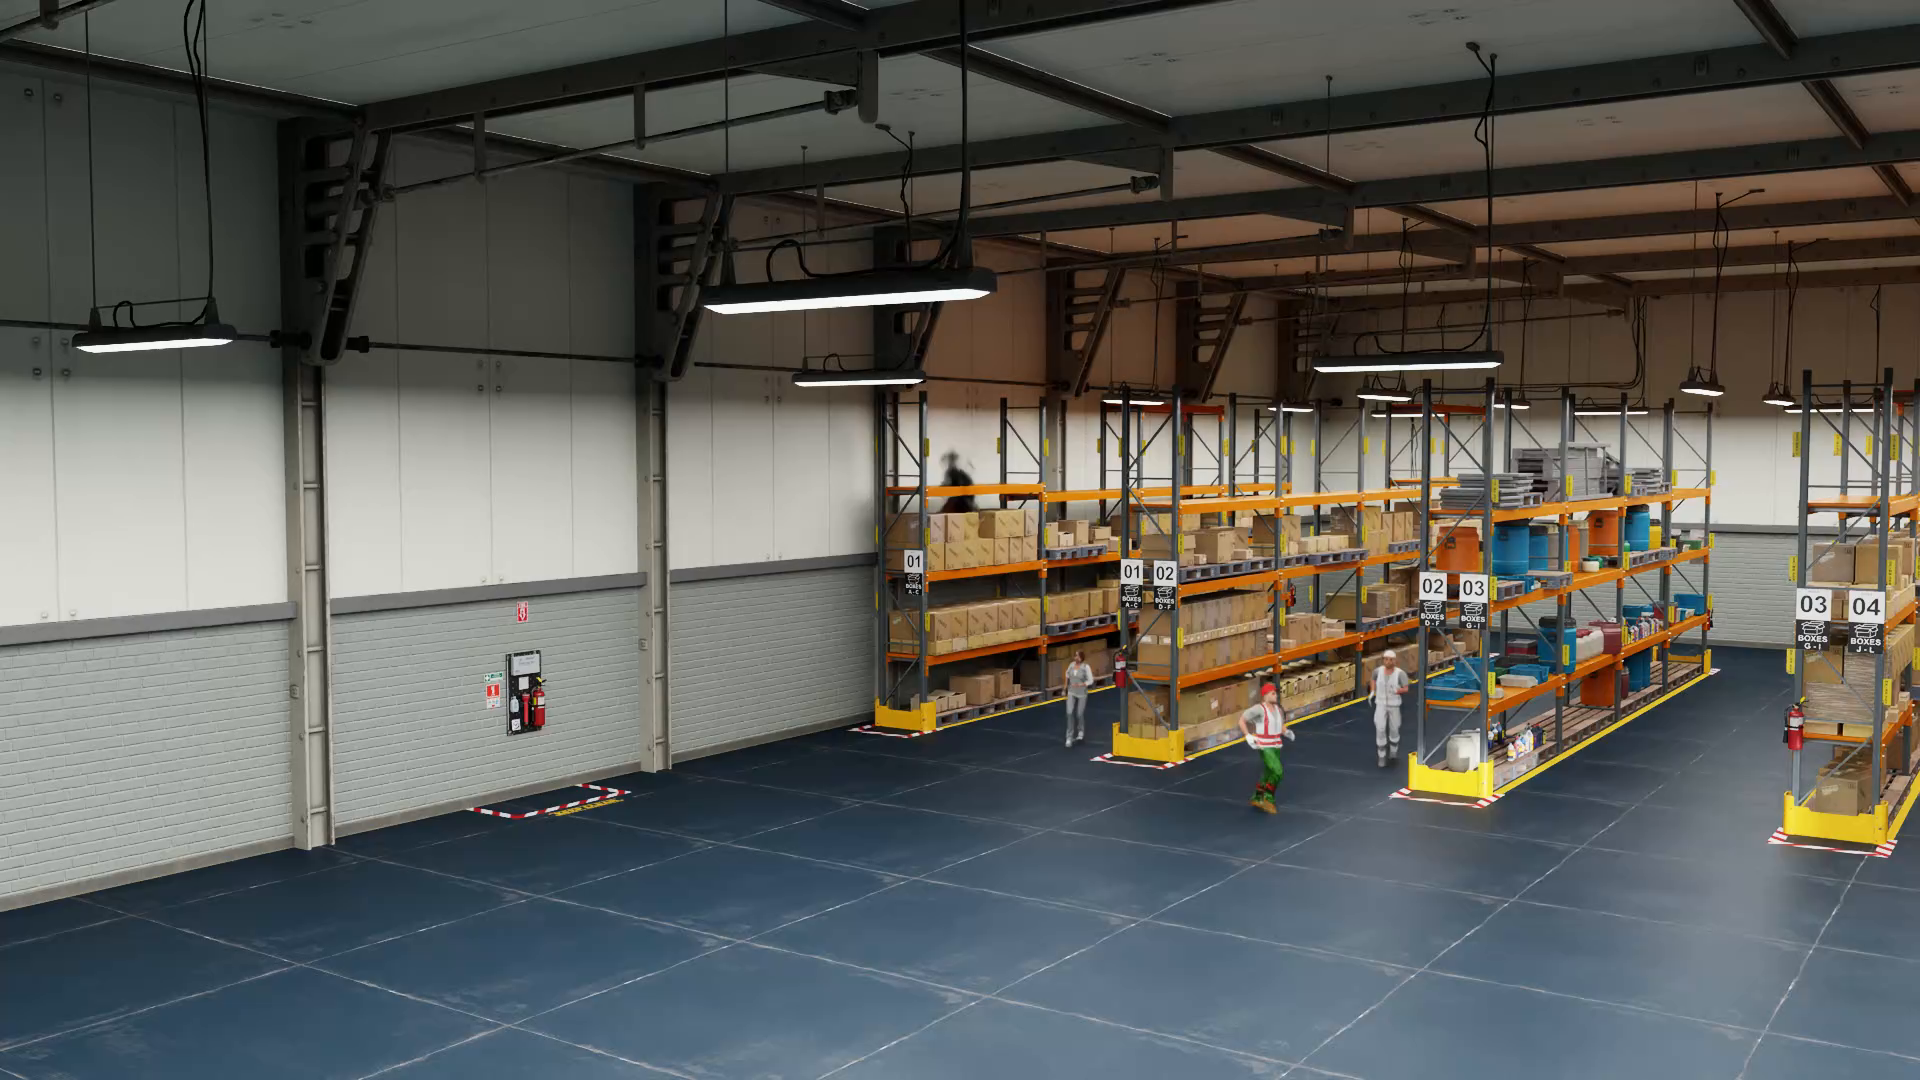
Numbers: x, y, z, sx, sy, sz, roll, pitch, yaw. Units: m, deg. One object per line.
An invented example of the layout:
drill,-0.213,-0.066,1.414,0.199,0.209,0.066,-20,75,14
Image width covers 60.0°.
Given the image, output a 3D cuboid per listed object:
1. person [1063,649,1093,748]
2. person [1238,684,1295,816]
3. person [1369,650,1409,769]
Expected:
person,2.000,2.654,28.011,0.530,1.646,0.731,1,3,16
person,4.231,2.864,22.757,0.672,1.781,0.708,-3,4,-39
person,6.754,2.648,26.210,0.643,1.844,0.876,1,3,20
